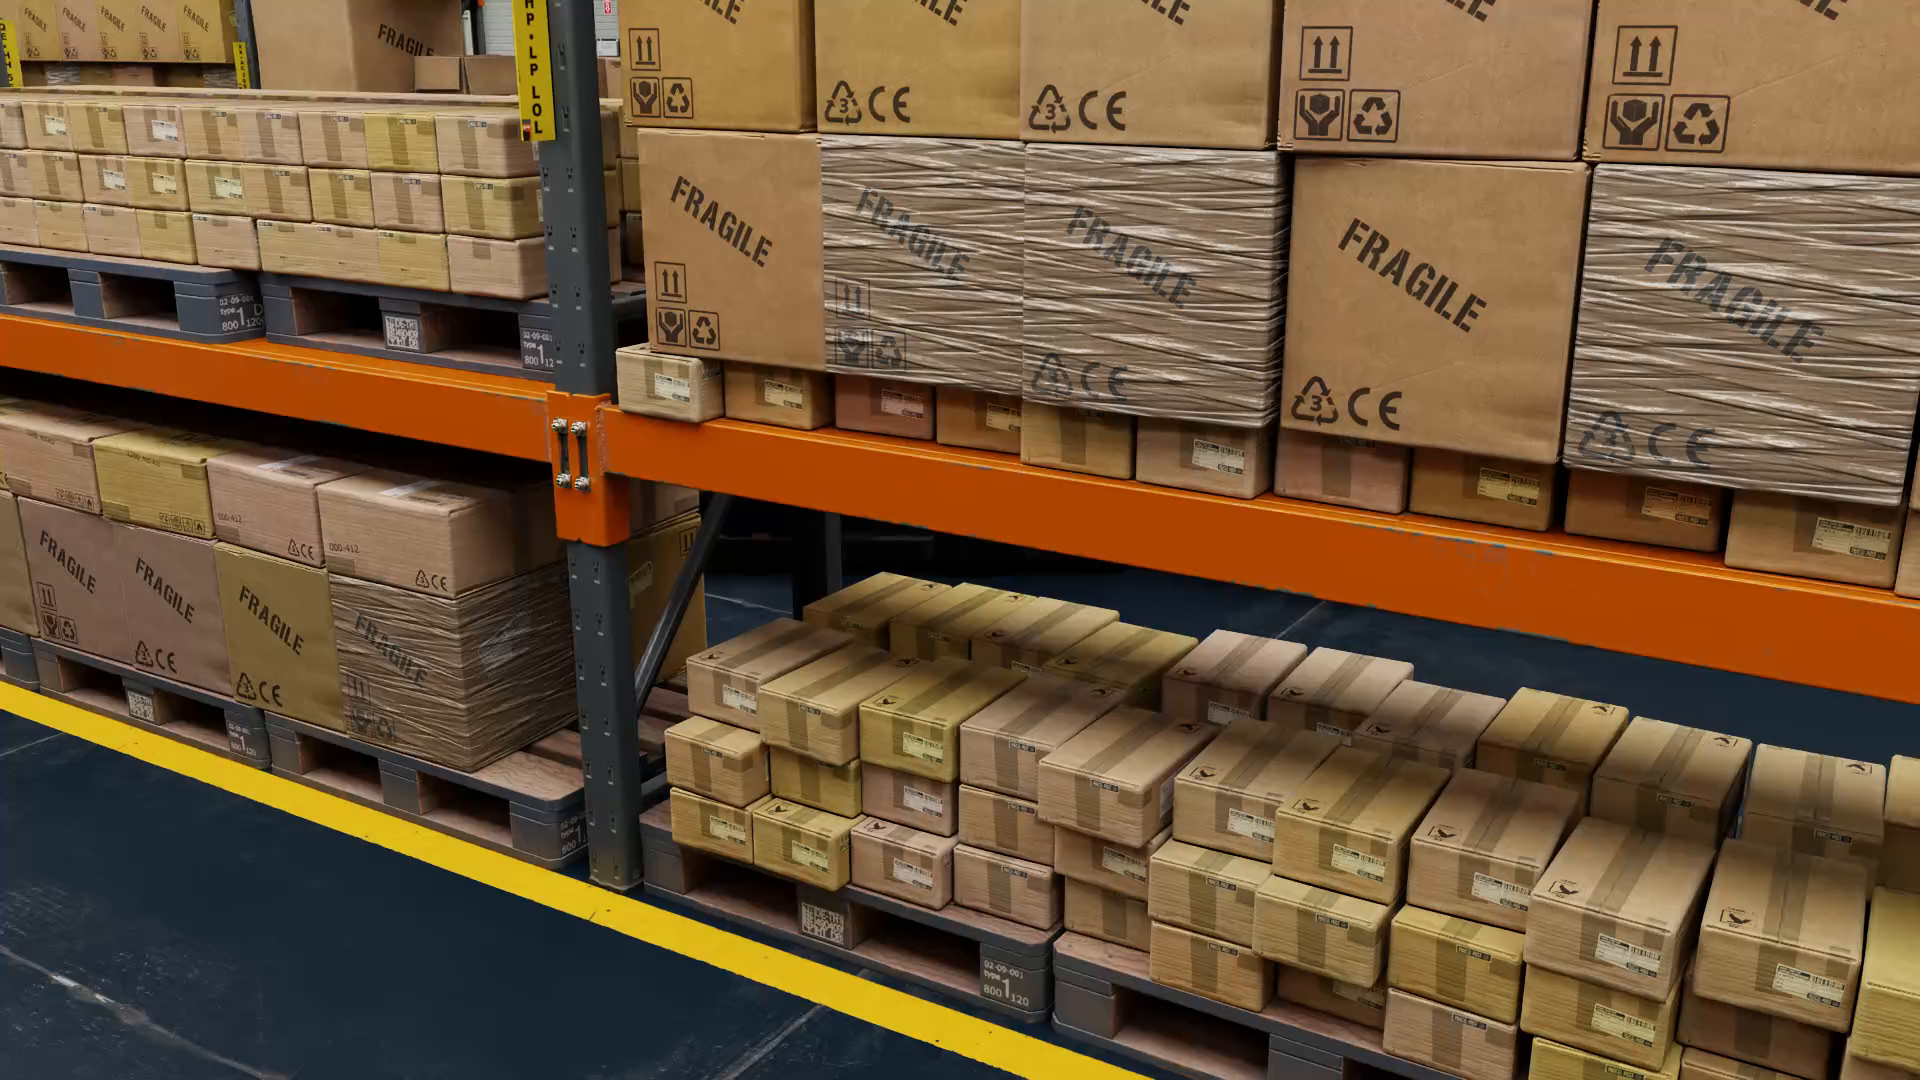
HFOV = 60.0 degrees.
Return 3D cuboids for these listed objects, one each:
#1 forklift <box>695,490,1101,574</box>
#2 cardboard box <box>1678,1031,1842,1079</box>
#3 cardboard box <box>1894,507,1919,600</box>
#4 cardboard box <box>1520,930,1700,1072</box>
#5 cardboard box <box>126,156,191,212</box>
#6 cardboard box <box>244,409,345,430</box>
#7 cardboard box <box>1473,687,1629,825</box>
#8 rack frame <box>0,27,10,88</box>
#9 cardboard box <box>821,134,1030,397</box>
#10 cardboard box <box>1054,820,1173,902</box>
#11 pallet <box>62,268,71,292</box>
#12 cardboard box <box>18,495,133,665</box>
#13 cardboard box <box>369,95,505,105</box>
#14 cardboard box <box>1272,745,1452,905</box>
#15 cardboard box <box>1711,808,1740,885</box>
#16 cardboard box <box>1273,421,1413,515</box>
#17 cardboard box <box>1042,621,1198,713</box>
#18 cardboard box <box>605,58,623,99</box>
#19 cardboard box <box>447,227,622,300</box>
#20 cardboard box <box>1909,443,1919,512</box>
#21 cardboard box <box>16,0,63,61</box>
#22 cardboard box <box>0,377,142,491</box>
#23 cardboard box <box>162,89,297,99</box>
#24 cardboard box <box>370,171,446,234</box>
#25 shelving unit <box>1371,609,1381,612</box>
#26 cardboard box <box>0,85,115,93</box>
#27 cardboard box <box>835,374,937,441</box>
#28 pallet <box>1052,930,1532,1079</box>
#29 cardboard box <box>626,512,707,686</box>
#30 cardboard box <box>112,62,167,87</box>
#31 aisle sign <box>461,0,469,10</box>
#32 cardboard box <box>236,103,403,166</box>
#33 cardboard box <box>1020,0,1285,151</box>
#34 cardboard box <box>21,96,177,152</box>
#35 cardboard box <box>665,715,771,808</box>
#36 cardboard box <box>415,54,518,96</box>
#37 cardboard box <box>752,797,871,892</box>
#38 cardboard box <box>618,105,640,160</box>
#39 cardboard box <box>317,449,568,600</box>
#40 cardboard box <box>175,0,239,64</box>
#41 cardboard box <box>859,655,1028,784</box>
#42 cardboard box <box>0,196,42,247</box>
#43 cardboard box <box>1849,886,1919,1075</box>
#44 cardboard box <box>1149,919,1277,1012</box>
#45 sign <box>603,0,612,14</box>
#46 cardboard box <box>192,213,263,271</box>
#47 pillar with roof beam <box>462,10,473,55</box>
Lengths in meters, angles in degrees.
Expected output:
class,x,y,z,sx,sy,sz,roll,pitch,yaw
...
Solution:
class,x,y,z,sx,sy,sz,roll,pitch,yaw
forklift,-0.738,-1.416,7.001,3.031,2.935,1.130,0,17,1
cardboard box,1.517,0.991,3.140,0.250,0.149,0.380,10,20,31
cardboard box,1.675,-0.008,2.678,0.250,0.149,0.380,11,20,32
cardboard box,1.253,0.823,3.181,0.250,0.149,0.380,10,20,31
cardboard box,-2.232,-1.077,4.962,0.250,0.149,0.380,10,20,30
cardboard box,-2.043,-0.343,5.637,0.500,0.250,0.500,11,20,32
cardboard box,1.344,0.486,3.781,0.250,0.149,0.380,10,20,31
rack frame,-4.073,-1.251,6.338,0.127,3.000,1.000,10,20,30
cardboard box,0.051,-0.621,3.581,0.500,0.500,0.500,10,20,30
cardboard box,0.417,0.647,3.762,0.250,0.149,0.380,11,20,33
pallet,-3.410,-1.077,6.095,1.003,0.211,1.213,10,20,30
cardboard box,-2.734,0.068,5.576,0.500,0.500,0.500,10,19,29
cardboard box,-1.647,-1.339,5.316,0.250,0.149,0.380,10,20,30
cardboard box,0.839,0.584,3.457,0.250,0.149,0.380,10,20,30
cardboard box,1.536,0.690,3.619,0.250,0.149,0.380,9,19,27
cardboard box,0.806,-0.180,3.246,0.250,0.149,0.380,11,20,32
cardboard box,0.410,0.350,4.228,0.250,0.149,0.380,11,20,32
cardboard box,-1.872,-2.785,10.493,0.500,0.500,0.500,8,18,23
cardboard box,-1.106,-0.734,4.348,0.250,0.149,0.380,10,19,29
cardboard box,1.790,-0.308,2.551,0.500,0.500,0.500,10,19,29
cardboard box,-7.033,-4.045,13.131,0.500,0.500,0.500,10,20,30
cardboard box,-3.180,-0.372,5.734,0.500,0.250,0.500,10,19,29
cardboard box,-2.548,-1.499,5.840,0.250,0.149,0.380,10,20,30
cardboard box,-1.332,-0.917,4.436,0.250,0.149,0.380,10,20,30
shelving unit,1.363,-0.408,6.790,1.048,1.125,0.538,13,21,36
cardboard box,-3.415,-1.655,6.355,0.250,0.149,0.380,9,19,28
cardboard box,-0.081,-0.349,3.803,0.250,0.149,0.380,9,19,28
pallet,0.970,0.971,3.822,1.213,0.211,1.003,10,20,30
cardboard box,-1.155,0.175,5.223,0.500,0.500,0.500,11,20,32
cardboard box,-6.037,-3.482,12.999,0.500,0.500,0.875,10,20,30
aisle sign,-5.522,-6.236,18.276,0.004,0.787,0.394,10,20,30
cardboard box,-1.781,-1.141,4.662,0.250,0.149,0.380,10,20,30
cardboard box,0.455,-1.022,3.182,0.500,0.500,0.500,10,20,31
cardboard box,-2.660,-1.298,5.180,0.250,0.149,0.380,11,20,32
cardboard box,-0.523,0.513,4.202,0.250,0.149,0.380,11,20,33
cardboard box,-3.274,-3.082,11.465,0.637,0.503,0.797,13,21,36
cardboard box,-0.296,0.696,4.110,0.250,0.149,0.380,11,20,32
cardboard box,-0.759,-1.181,4.796,0.250,0.149,0.380,11,20,33
cardboard box,-1.431,-0.057,4.695,0.500,0.250,0.500,10,19,29
cardboard box,-5.327,-3.741,12.132,0.500,0.500,0.500,10,20,30
cardboard box,-0.034,0.423,3.987,0.250,0.149,0.380,10,19,29
cardboard box,-2.880,-1.051,5.390,0.250,0.149,0.380,11,20,32
cardboard box,1.689,0.767,2.856,0.250,0.149,0.380,10,19,29
cardboard box,0.605,0.843,3.627,0.250,0.149,0.380,10,19,29
sign,-6.535,-9.902,30.829,0.199,0.298,0.001,10,20,30
cardboard box,-1.993,-0.891,4.864,0.250,0.149,0.380,9,19,28
pillar with roof beam,-11.860,-11.098,28.435,0.400,9.000,9.100,10,20,30
